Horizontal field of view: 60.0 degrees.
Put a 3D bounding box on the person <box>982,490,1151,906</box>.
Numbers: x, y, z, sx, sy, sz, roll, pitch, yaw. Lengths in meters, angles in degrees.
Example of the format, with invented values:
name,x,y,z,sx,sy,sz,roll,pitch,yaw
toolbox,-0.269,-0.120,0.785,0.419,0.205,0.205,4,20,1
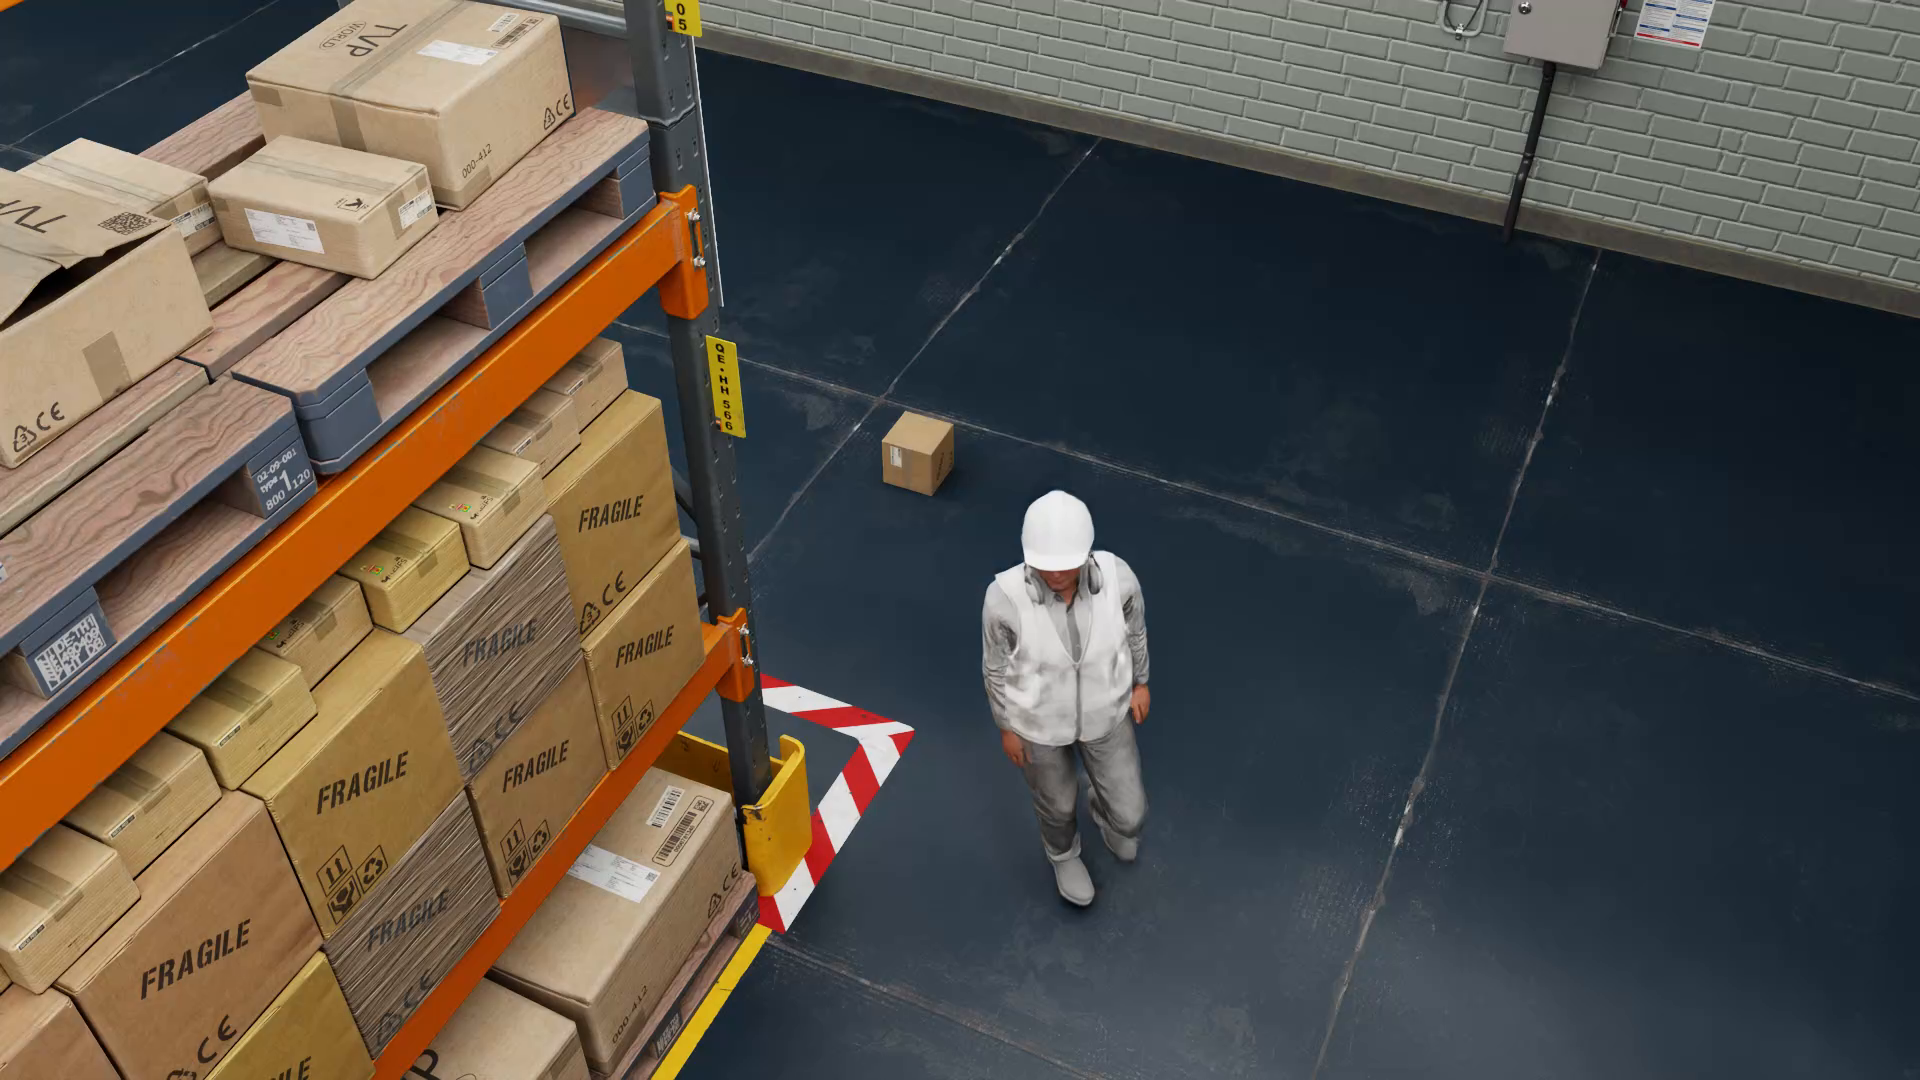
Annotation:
name,x,y,z,sx,sy,sz,roll,pitch,yaw
person,0.378,0.582,5.462,0.599,1.763,0.446,-8,42,-9
